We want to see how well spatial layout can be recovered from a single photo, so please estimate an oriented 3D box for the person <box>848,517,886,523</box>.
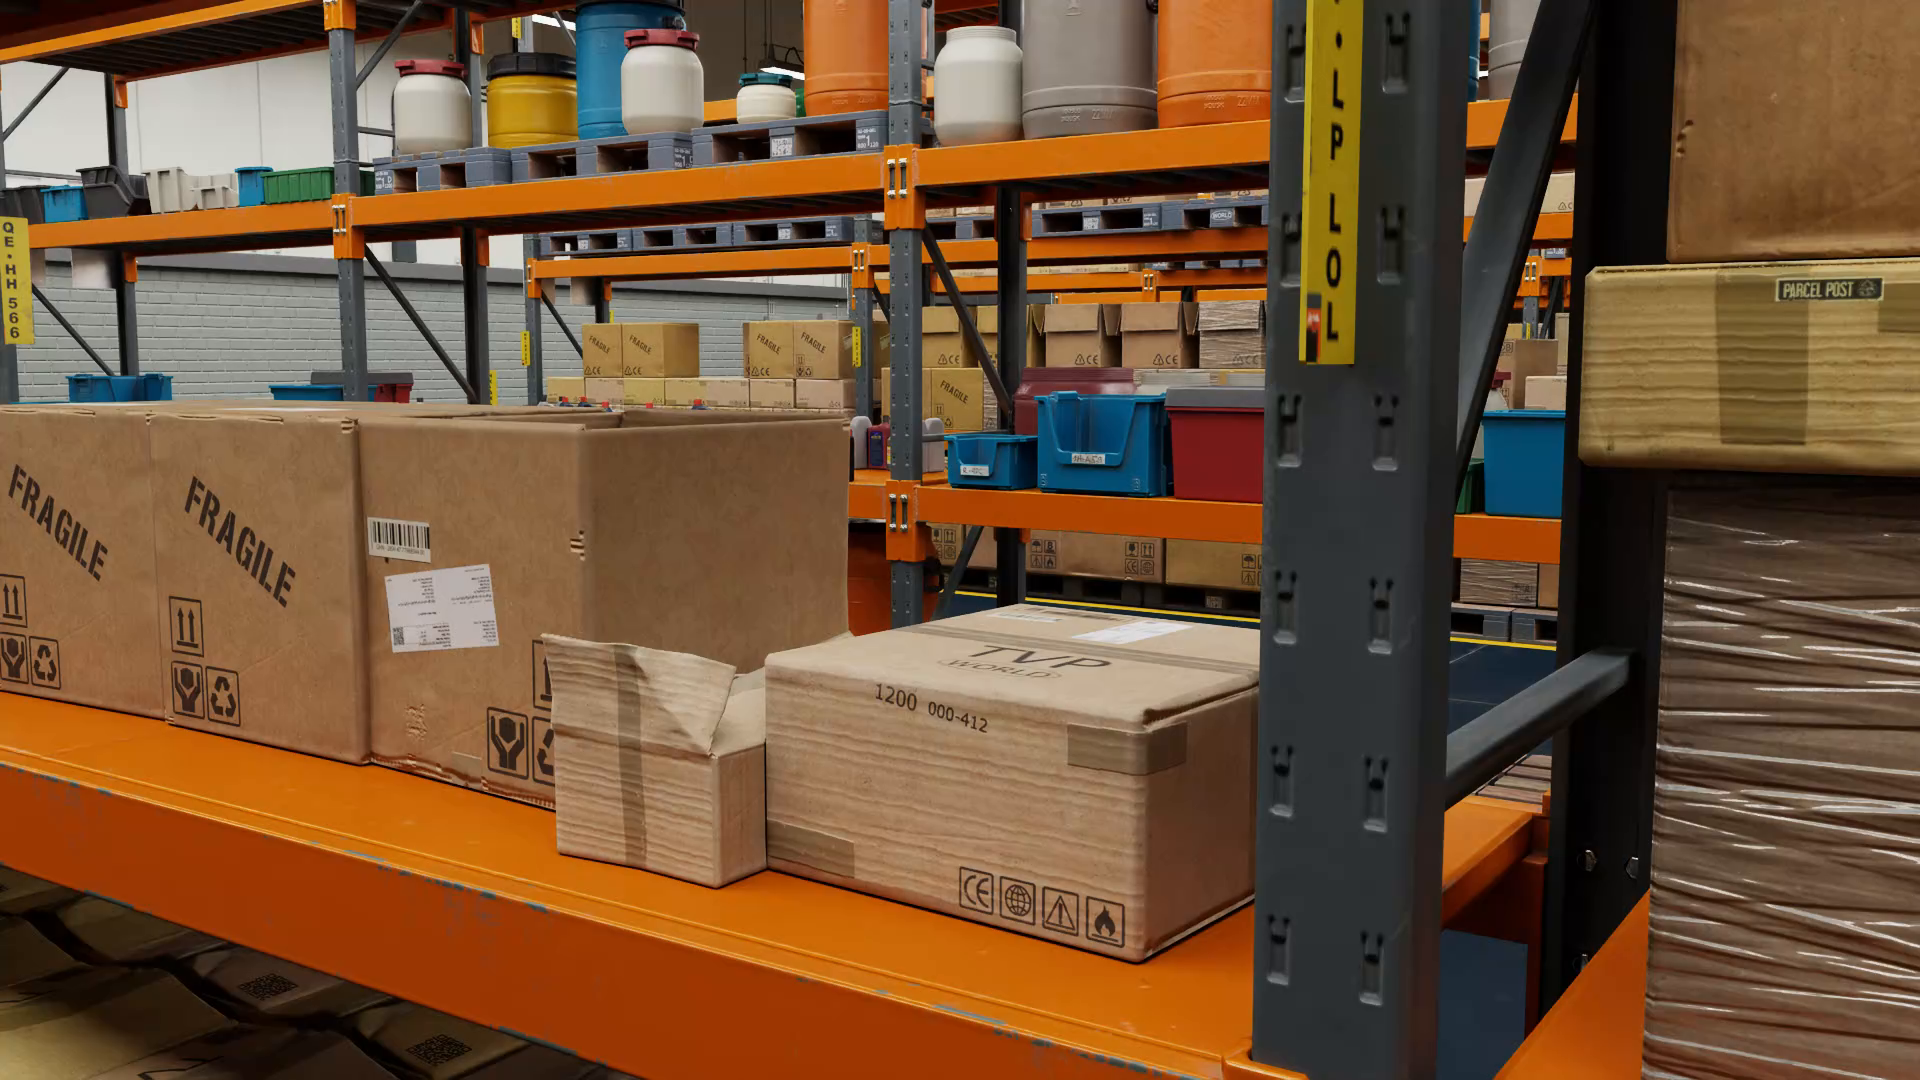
[{"bbox_3d":[-0.736,0.001,11.147,0.987,1.340,0.487,4,7,32],"label":"person"}]
